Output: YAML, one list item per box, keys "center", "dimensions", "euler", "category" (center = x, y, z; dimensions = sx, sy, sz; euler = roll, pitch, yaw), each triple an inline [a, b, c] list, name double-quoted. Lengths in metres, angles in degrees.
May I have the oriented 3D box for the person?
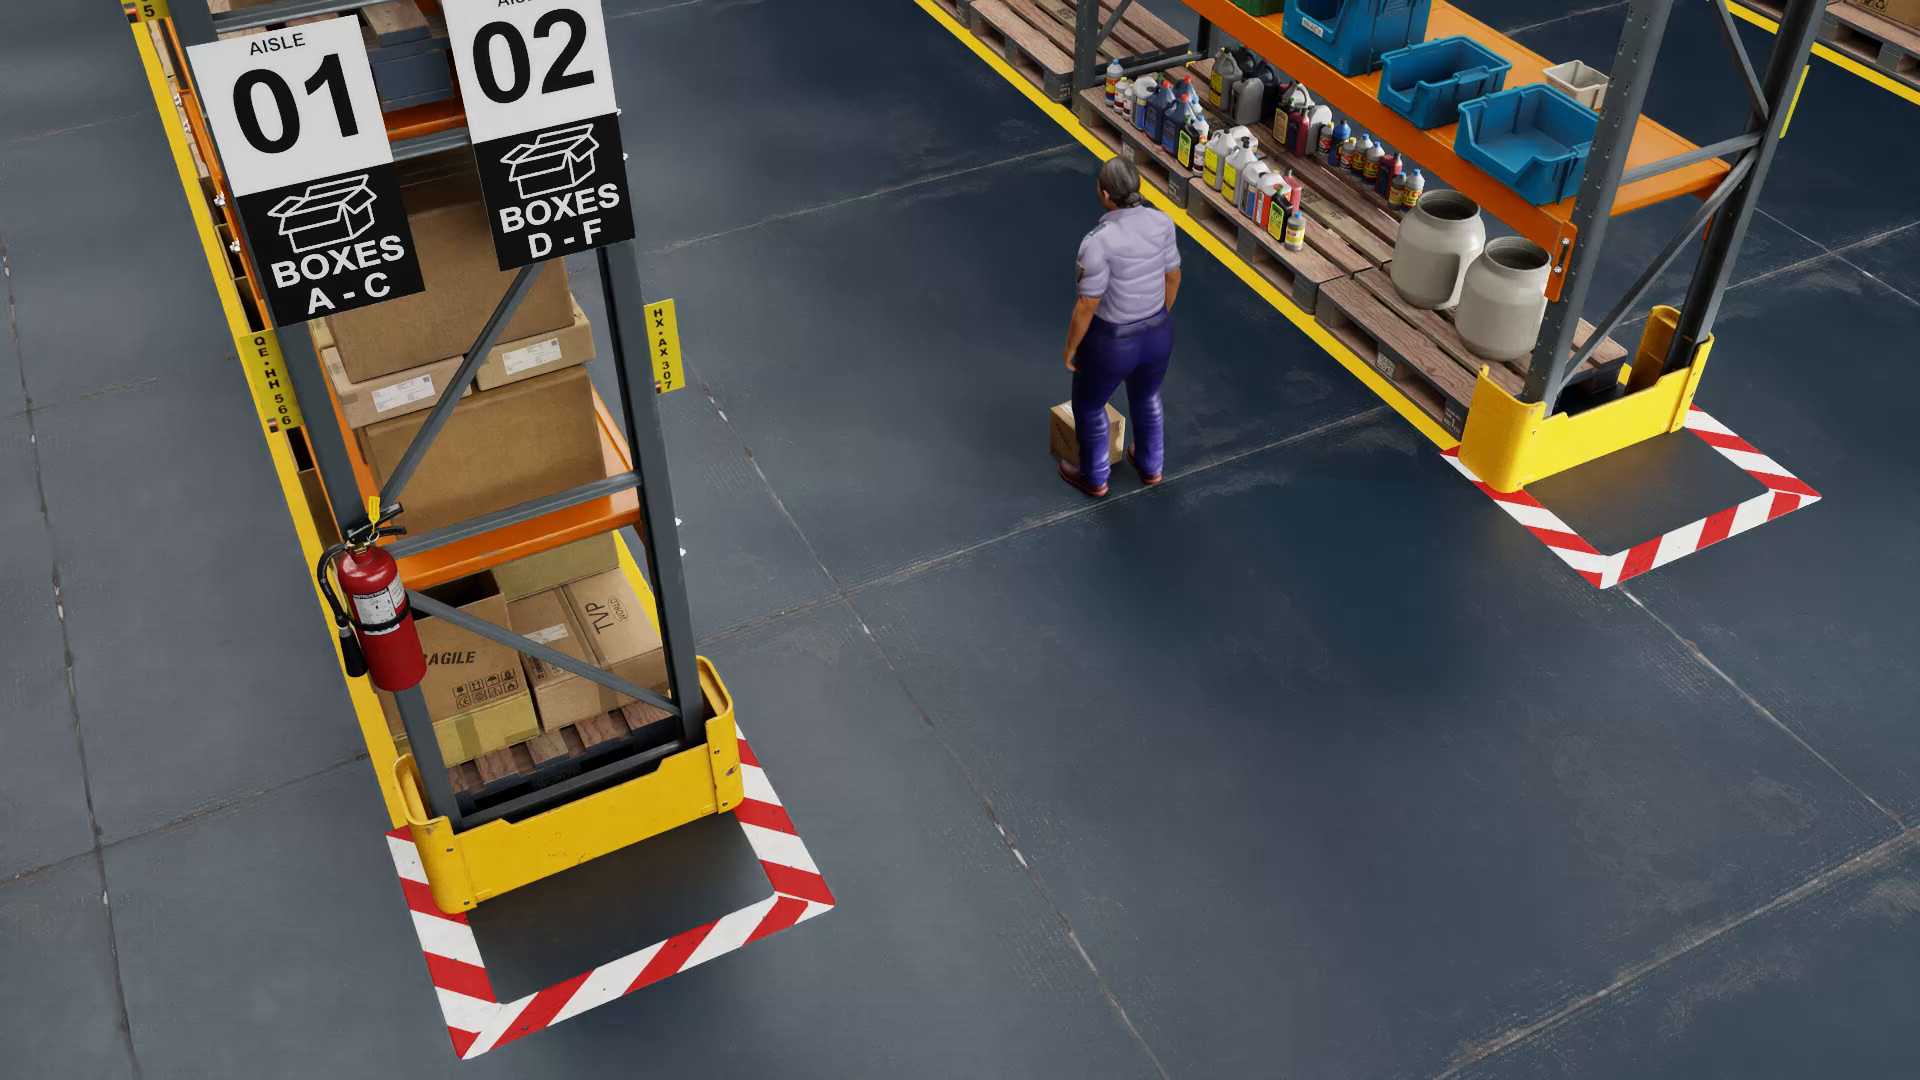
- center: [0.691, -0.888, 7.182]
  dimensions: [0.563, 1.632, 0.418]
  euler: [-21, 46, -22]
  category: "person"
